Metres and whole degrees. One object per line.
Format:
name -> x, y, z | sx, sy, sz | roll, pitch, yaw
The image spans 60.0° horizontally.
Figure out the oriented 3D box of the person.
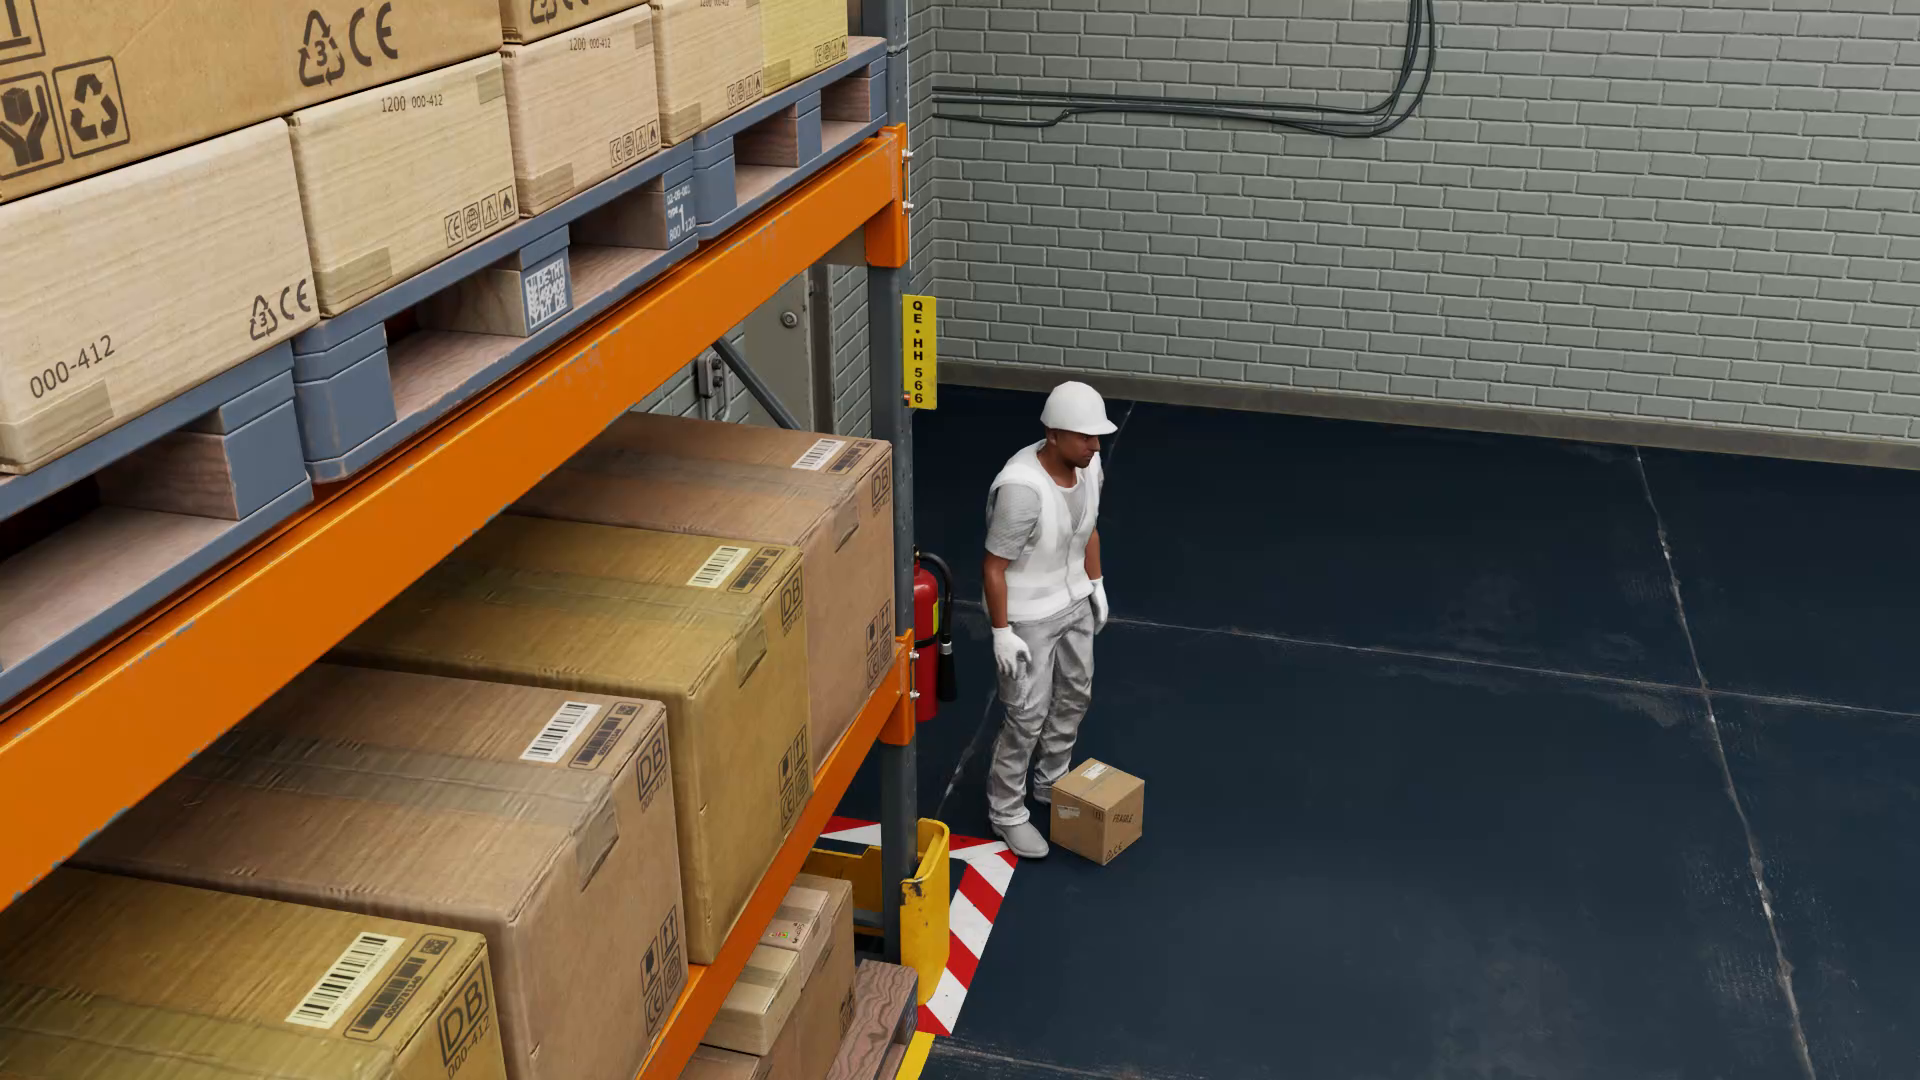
person -> 0.323, 0.265, 6.029 | 0.449, 1.773, 0.614 | 20, 32, 36
